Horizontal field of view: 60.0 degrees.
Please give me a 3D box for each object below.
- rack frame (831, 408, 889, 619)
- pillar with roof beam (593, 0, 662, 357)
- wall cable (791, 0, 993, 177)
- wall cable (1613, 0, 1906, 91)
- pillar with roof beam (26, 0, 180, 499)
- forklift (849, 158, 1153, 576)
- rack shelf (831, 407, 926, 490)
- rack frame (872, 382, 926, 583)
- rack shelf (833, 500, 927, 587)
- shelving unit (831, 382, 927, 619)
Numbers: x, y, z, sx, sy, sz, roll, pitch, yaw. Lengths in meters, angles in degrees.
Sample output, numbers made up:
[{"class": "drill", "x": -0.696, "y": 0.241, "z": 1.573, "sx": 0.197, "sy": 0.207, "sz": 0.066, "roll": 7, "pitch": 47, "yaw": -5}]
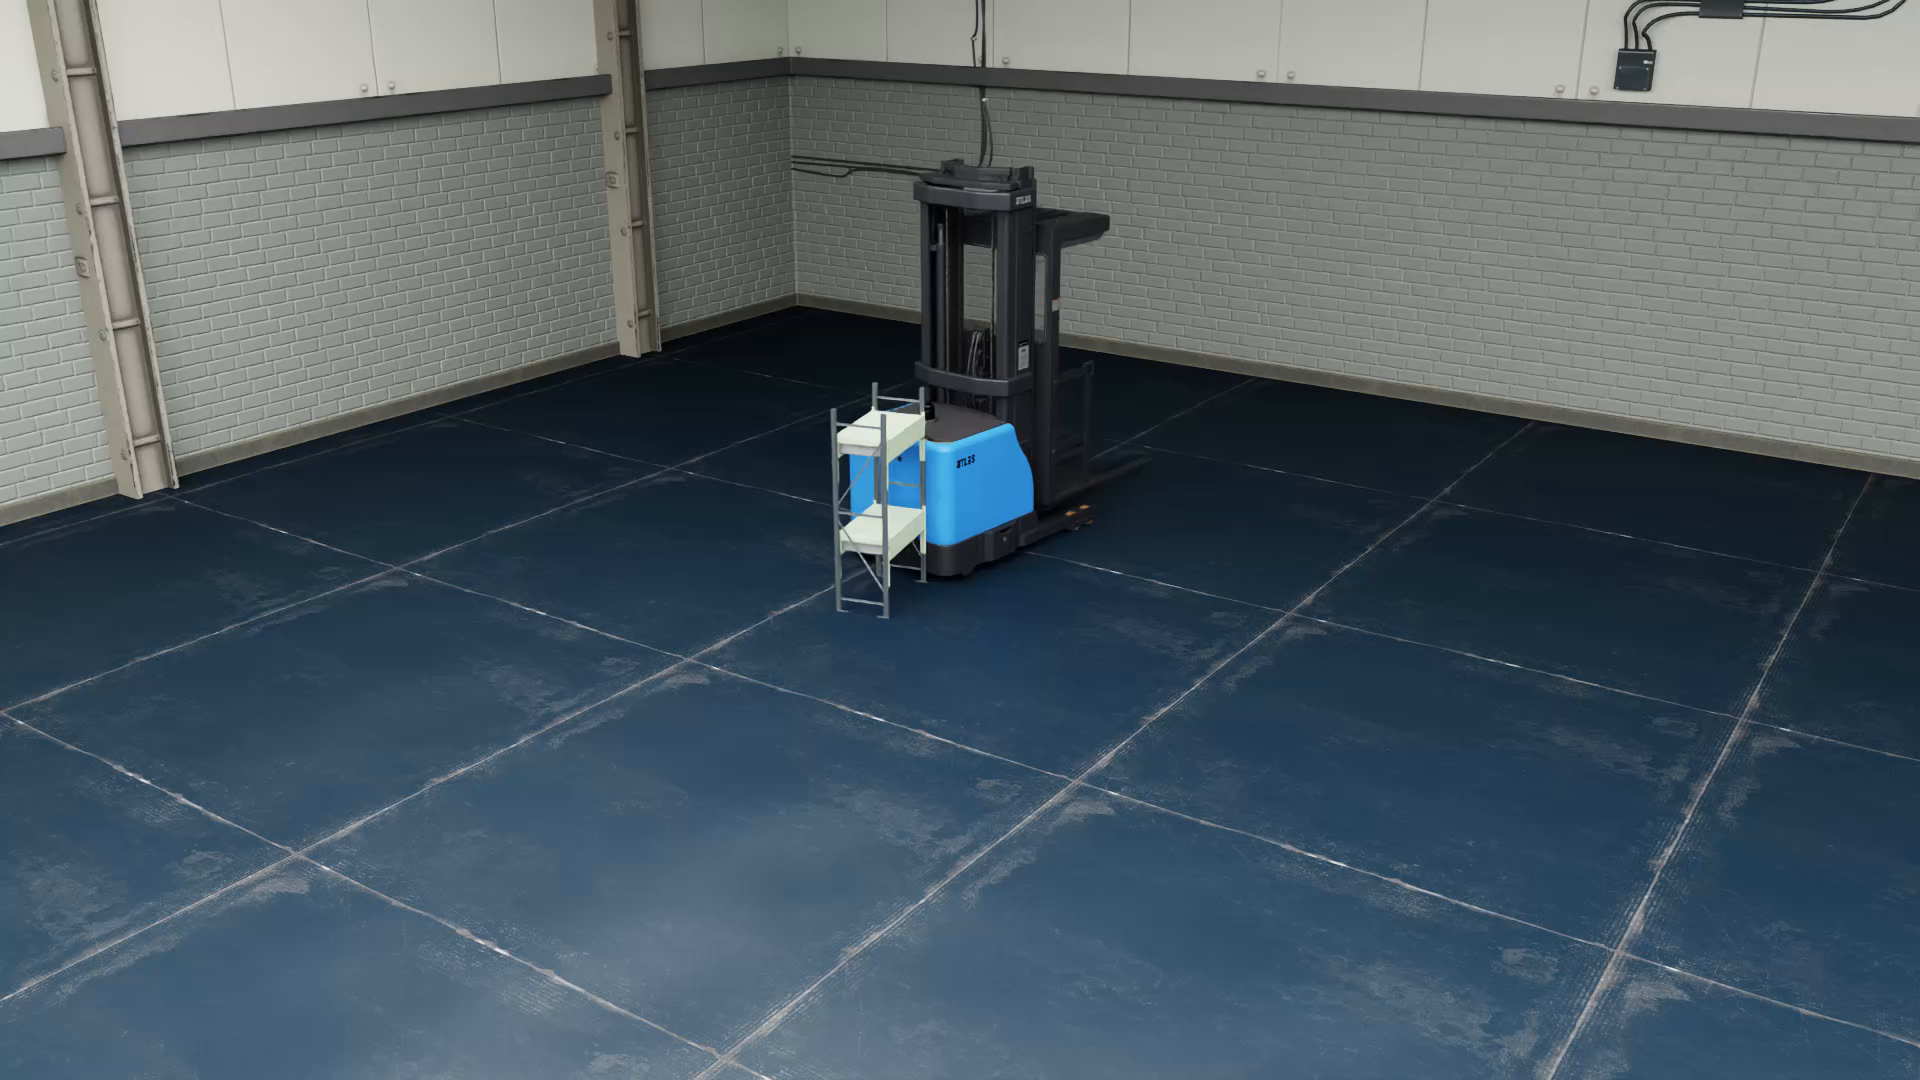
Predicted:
[{"class": "rack frame", "x": -0.692, "y": -0.170, "z": 11.563, "sx": 0.400, "sy": 1.500, "sz": 0.023, "roll": 7, "pitch": 21, "yaw": 19}, {"class": "pillar with roof beam", "x": -0.111, "y": -5.537, "z": 15.264, "sx": 9.100, "sy": 9.000, "sz": 0.400, "roll": 13, "pitch": 24, "yaw": 32}, {"class": "wall cable", "x": -0.922, "y": -5.508, "z": 19.660, "sx": 3.097, "sy": 2.526, "sz": 0.112, "roll": 13, "pitch": 24, "yaw": 32}, {"class": "wall cable", "x": 6.920, "y": -6.703, "z": 13.514, "sx": 2.305, "sy": 6.003, "sz": 0.169, "roll": 13, "pitch": 24, "yaw": 32}, {"class": "pillar with roof beam", "x": -3.484, "y": -3.816, "z": 10.610, "sx": 9.100, "sy": 9.000, "sz": 0.400, "roll": 13, "pitch": 24, "yaw": 32}, {"class": "forklift", "x": 0.467, "y": -1.543, "z": 13.212, "sx": 1.130, "sy": 2.935, "sz": 3.031, "roll": 16, "pitch": 26, "yaw": 37}, {"class": "rack shelf", "x": -0.568, "y": -0.656, "z": 11.750, "sx": 0.431, "sy": 0.370, "sz": 0.720, "roll": 7, "pitch": 21, "yaw": 19}, {"class": "rack frame", "x": -0.443, "y": -0.409, "z": 12.209, "sx": 0.400, "sy": 1.500, "sz": 0.023, "roll": 7, "pitch": 21, "yaw": 19}, {"class": "rack shelf", "x": -0.568, "y": 0.016, "z": 11.999, "sx": 0.431, "sy": 0.370, "sz": 0.720, "roll": 7, "pitch": 21, "yaw": 19}, {"class": "shelving unit", "x": -0.568, "y": -0.289, "z": 11.886, "sx": 0.431, "sy": 1.500, "sz": 0.755, "roll": 7, "pitch": 21, "yaw": 19}]
